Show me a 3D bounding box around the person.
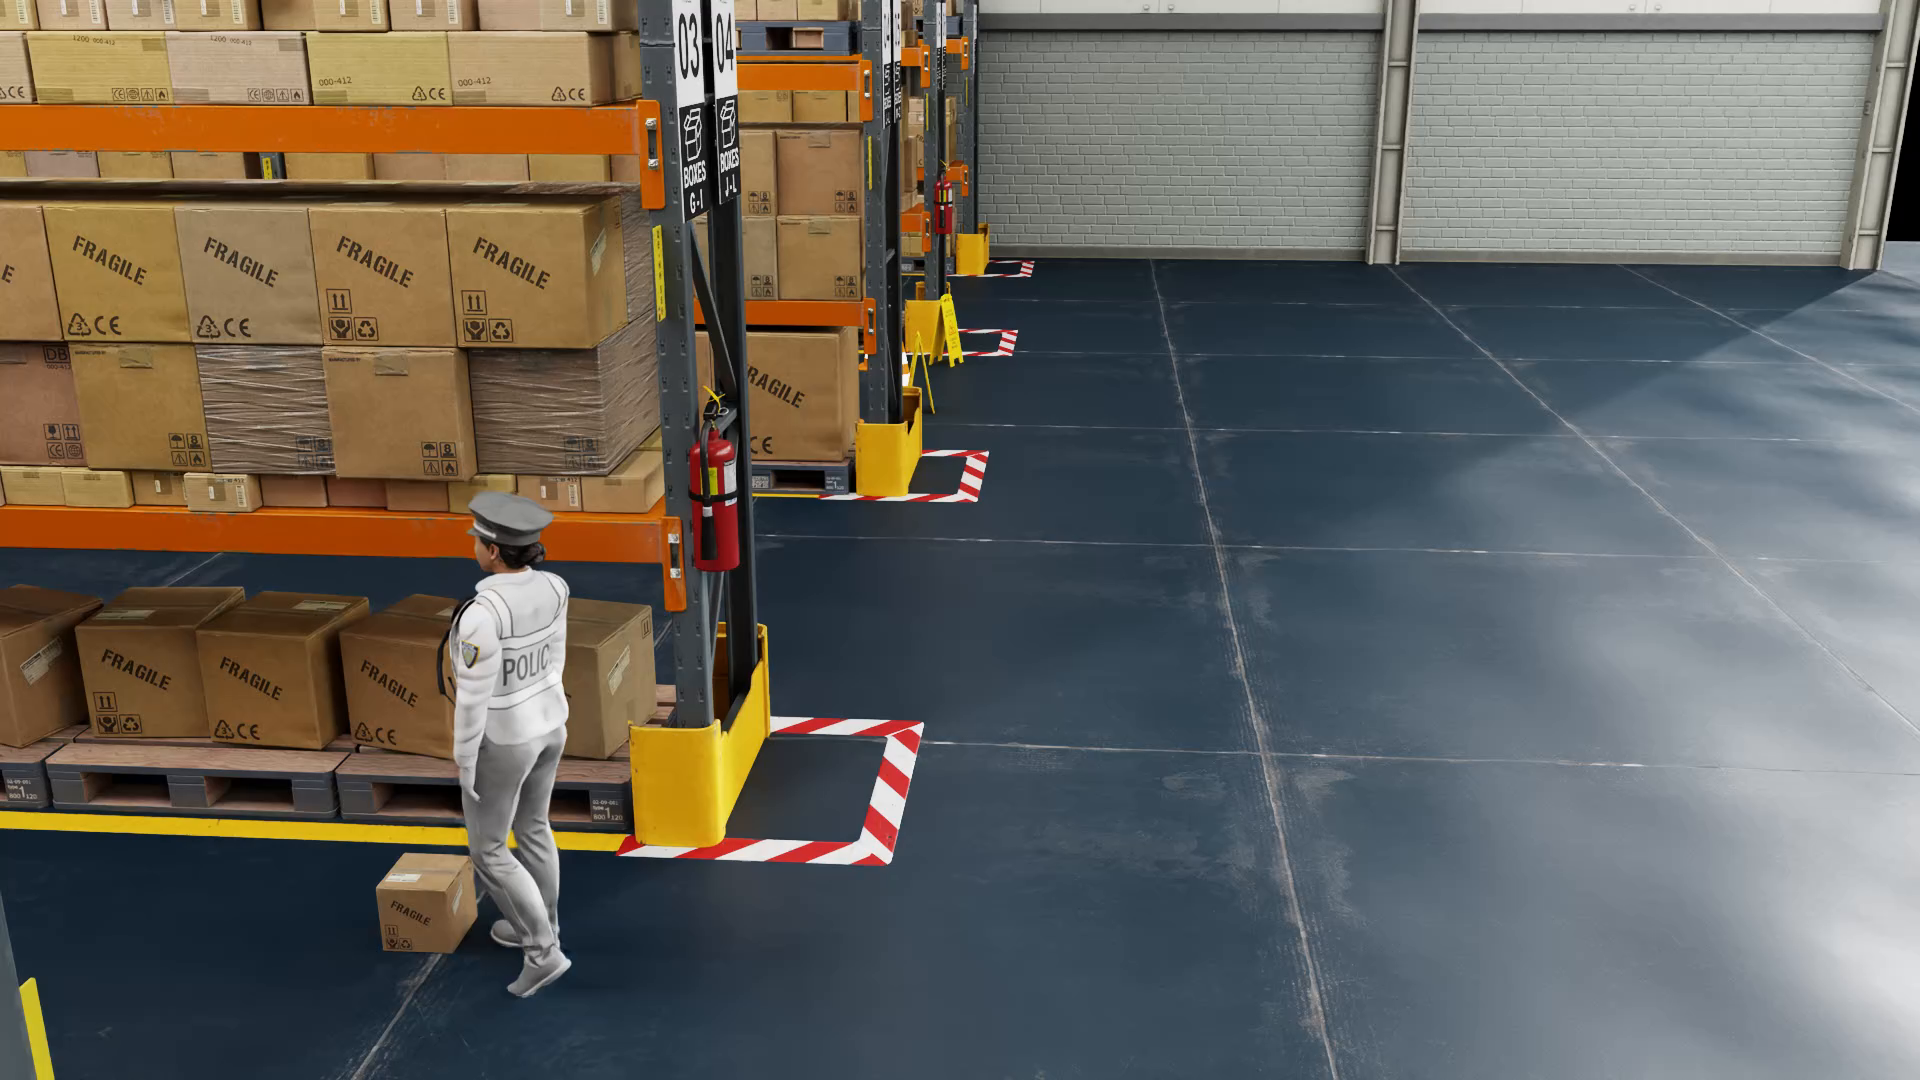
[{"bbox_3d":[-1.473,0.677,5.440,0.327,1.665,0.471,9,20,25],"label":"person"}]
